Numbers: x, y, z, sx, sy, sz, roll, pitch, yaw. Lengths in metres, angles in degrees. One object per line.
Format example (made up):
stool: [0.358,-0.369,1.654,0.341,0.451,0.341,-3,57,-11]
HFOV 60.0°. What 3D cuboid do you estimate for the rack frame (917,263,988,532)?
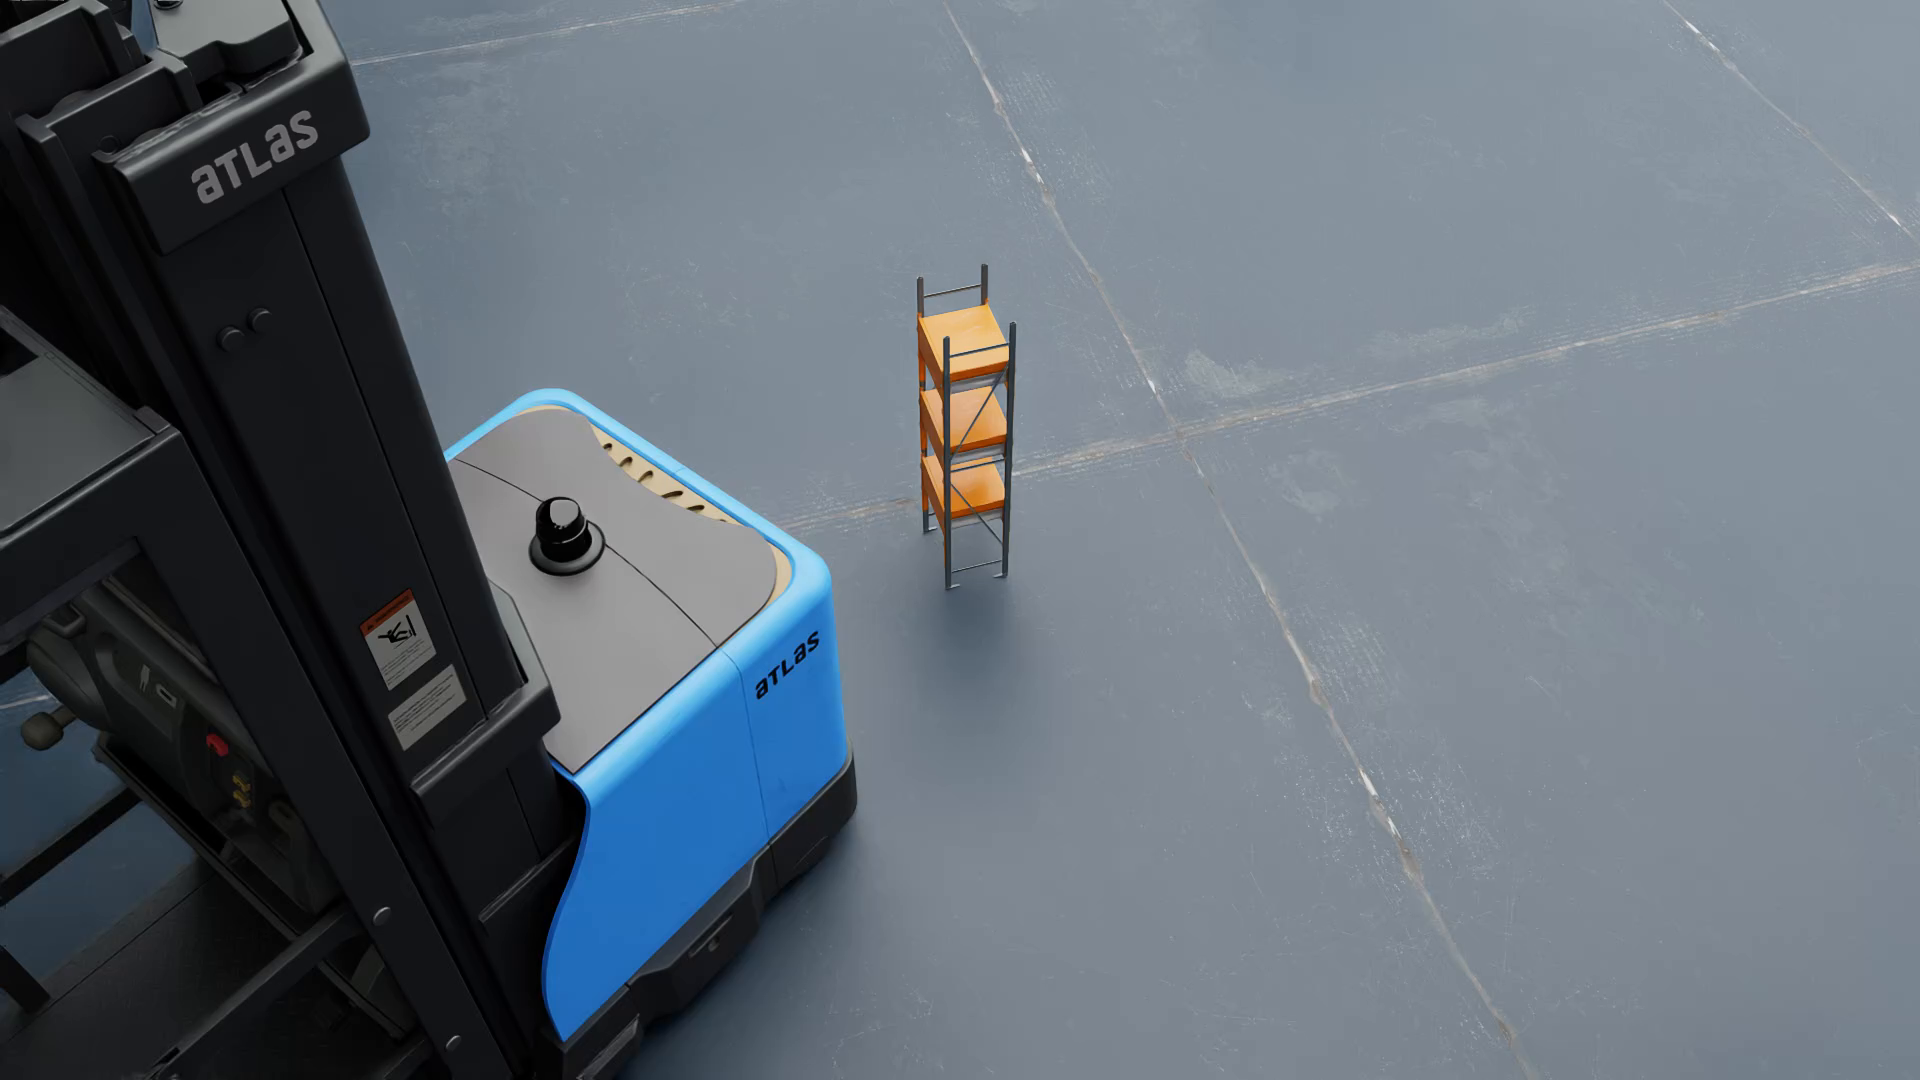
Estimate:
rack frame: [-0.020,-0.388,4.891,0.200,1.050,0.008,-13,51,-11]

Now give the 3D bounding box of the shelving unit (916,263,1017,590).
shelving unit: [0.016,-0.299,4.816,0.215,1.050,0.252,-13,51,-11]

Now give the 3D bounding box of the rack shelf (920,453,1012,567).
rack shelf: [0.016,-0.113,5.036,0.215,0.259,0.240,-13,51,-11]

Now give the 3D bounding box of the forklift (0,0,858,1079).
forklift: [-1.603,0.444,2.959,1.130,2.935,3.031,32,57,24]

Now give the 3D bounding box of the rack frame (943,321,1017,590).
rack frame: [0.052,-0.210,4.741,0.200,1.050,0.008,-13,51,-11]

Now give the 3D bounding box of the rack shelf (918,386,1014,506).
rack shelf: [0.016,-0.292,4.824,0.215,0.259,0.240,-13,51,-11]

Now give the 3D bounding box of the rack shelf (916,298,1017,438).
rack shelf: [0.016,-0.475,4.607,0.215,0.259,0.240,-13,51,-11]
